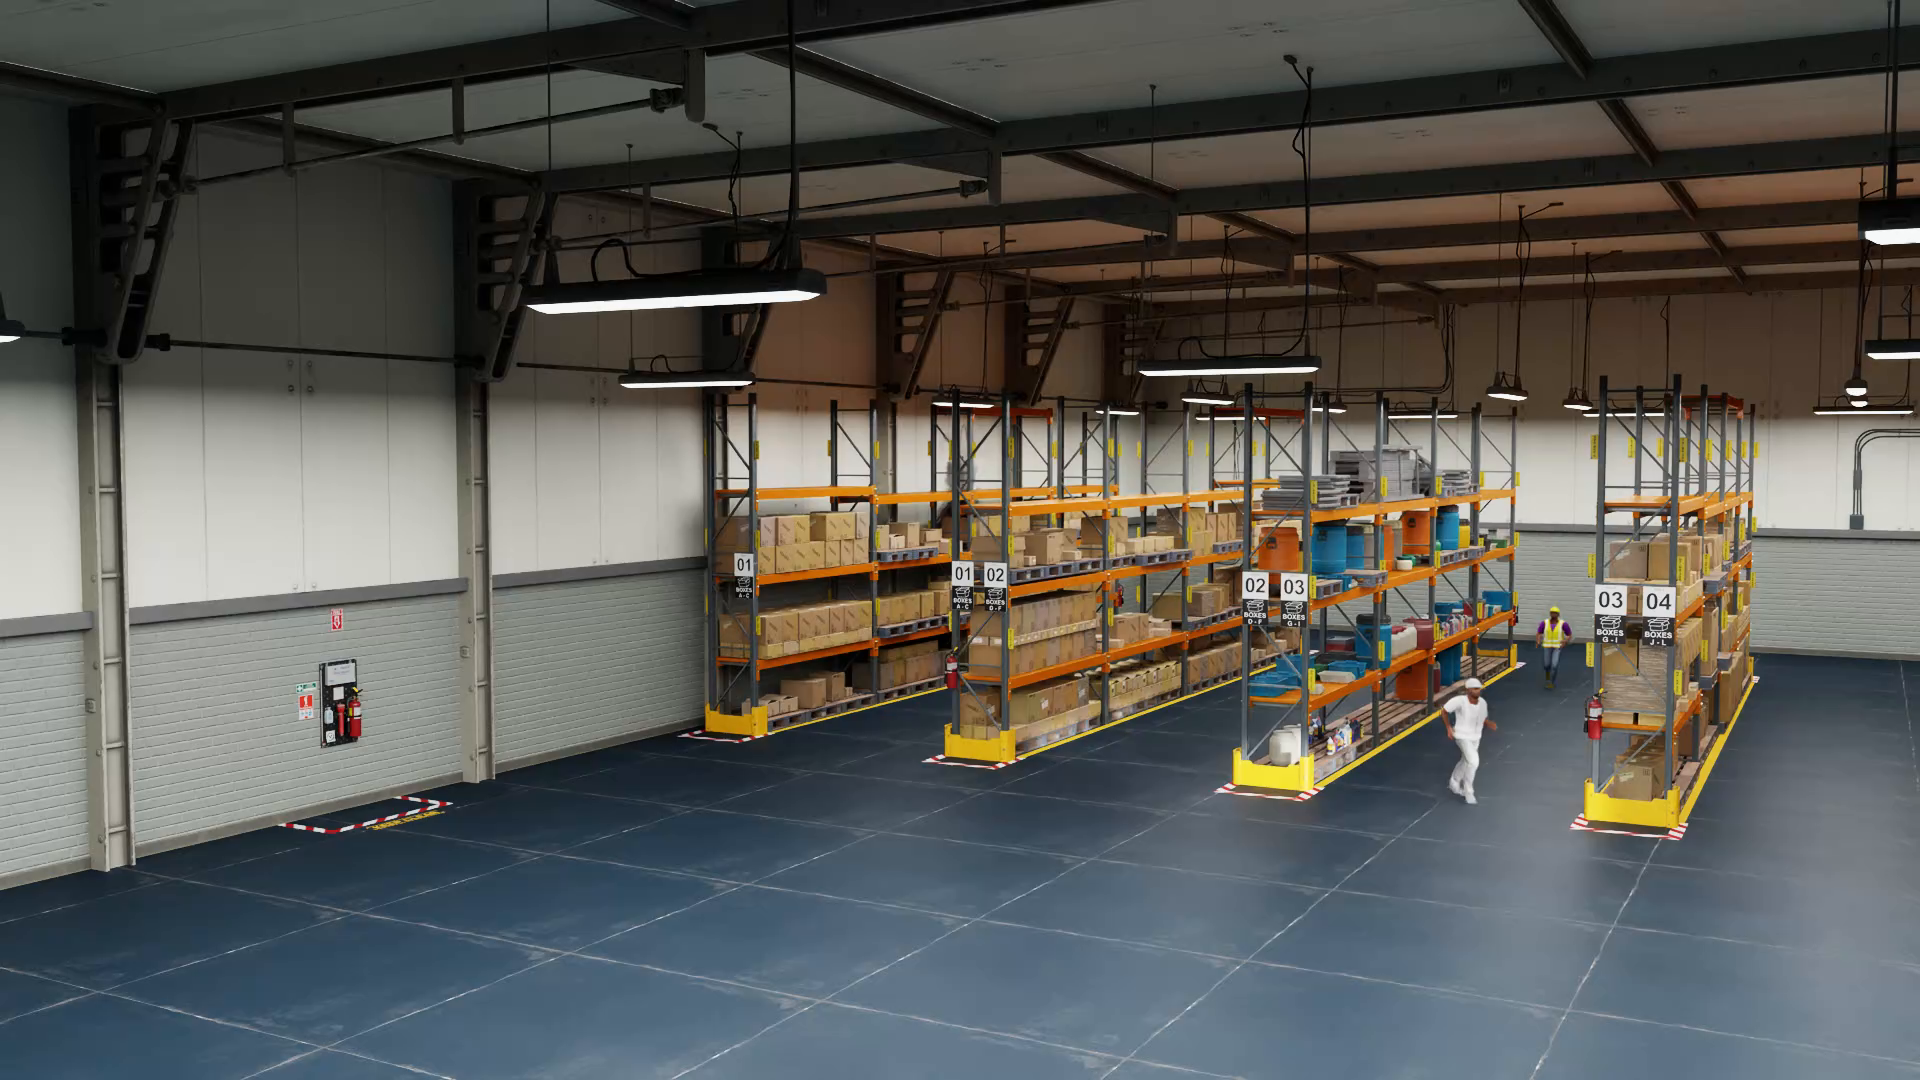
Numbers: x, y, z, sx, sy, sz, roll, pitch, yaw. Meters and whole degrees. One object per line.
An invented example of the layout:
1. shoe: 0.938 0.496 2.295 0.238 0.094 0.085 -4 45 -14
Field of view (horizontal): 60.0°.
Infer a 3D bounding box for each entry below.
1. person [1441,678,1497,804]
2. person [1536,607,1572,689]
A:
1. person: 7.258 2.864 23.746 0.627 1.814 0.864 -2 3 -28
2. person: 12.508 2.260 35.026 0.716 1.721 0.597 2 3 28
